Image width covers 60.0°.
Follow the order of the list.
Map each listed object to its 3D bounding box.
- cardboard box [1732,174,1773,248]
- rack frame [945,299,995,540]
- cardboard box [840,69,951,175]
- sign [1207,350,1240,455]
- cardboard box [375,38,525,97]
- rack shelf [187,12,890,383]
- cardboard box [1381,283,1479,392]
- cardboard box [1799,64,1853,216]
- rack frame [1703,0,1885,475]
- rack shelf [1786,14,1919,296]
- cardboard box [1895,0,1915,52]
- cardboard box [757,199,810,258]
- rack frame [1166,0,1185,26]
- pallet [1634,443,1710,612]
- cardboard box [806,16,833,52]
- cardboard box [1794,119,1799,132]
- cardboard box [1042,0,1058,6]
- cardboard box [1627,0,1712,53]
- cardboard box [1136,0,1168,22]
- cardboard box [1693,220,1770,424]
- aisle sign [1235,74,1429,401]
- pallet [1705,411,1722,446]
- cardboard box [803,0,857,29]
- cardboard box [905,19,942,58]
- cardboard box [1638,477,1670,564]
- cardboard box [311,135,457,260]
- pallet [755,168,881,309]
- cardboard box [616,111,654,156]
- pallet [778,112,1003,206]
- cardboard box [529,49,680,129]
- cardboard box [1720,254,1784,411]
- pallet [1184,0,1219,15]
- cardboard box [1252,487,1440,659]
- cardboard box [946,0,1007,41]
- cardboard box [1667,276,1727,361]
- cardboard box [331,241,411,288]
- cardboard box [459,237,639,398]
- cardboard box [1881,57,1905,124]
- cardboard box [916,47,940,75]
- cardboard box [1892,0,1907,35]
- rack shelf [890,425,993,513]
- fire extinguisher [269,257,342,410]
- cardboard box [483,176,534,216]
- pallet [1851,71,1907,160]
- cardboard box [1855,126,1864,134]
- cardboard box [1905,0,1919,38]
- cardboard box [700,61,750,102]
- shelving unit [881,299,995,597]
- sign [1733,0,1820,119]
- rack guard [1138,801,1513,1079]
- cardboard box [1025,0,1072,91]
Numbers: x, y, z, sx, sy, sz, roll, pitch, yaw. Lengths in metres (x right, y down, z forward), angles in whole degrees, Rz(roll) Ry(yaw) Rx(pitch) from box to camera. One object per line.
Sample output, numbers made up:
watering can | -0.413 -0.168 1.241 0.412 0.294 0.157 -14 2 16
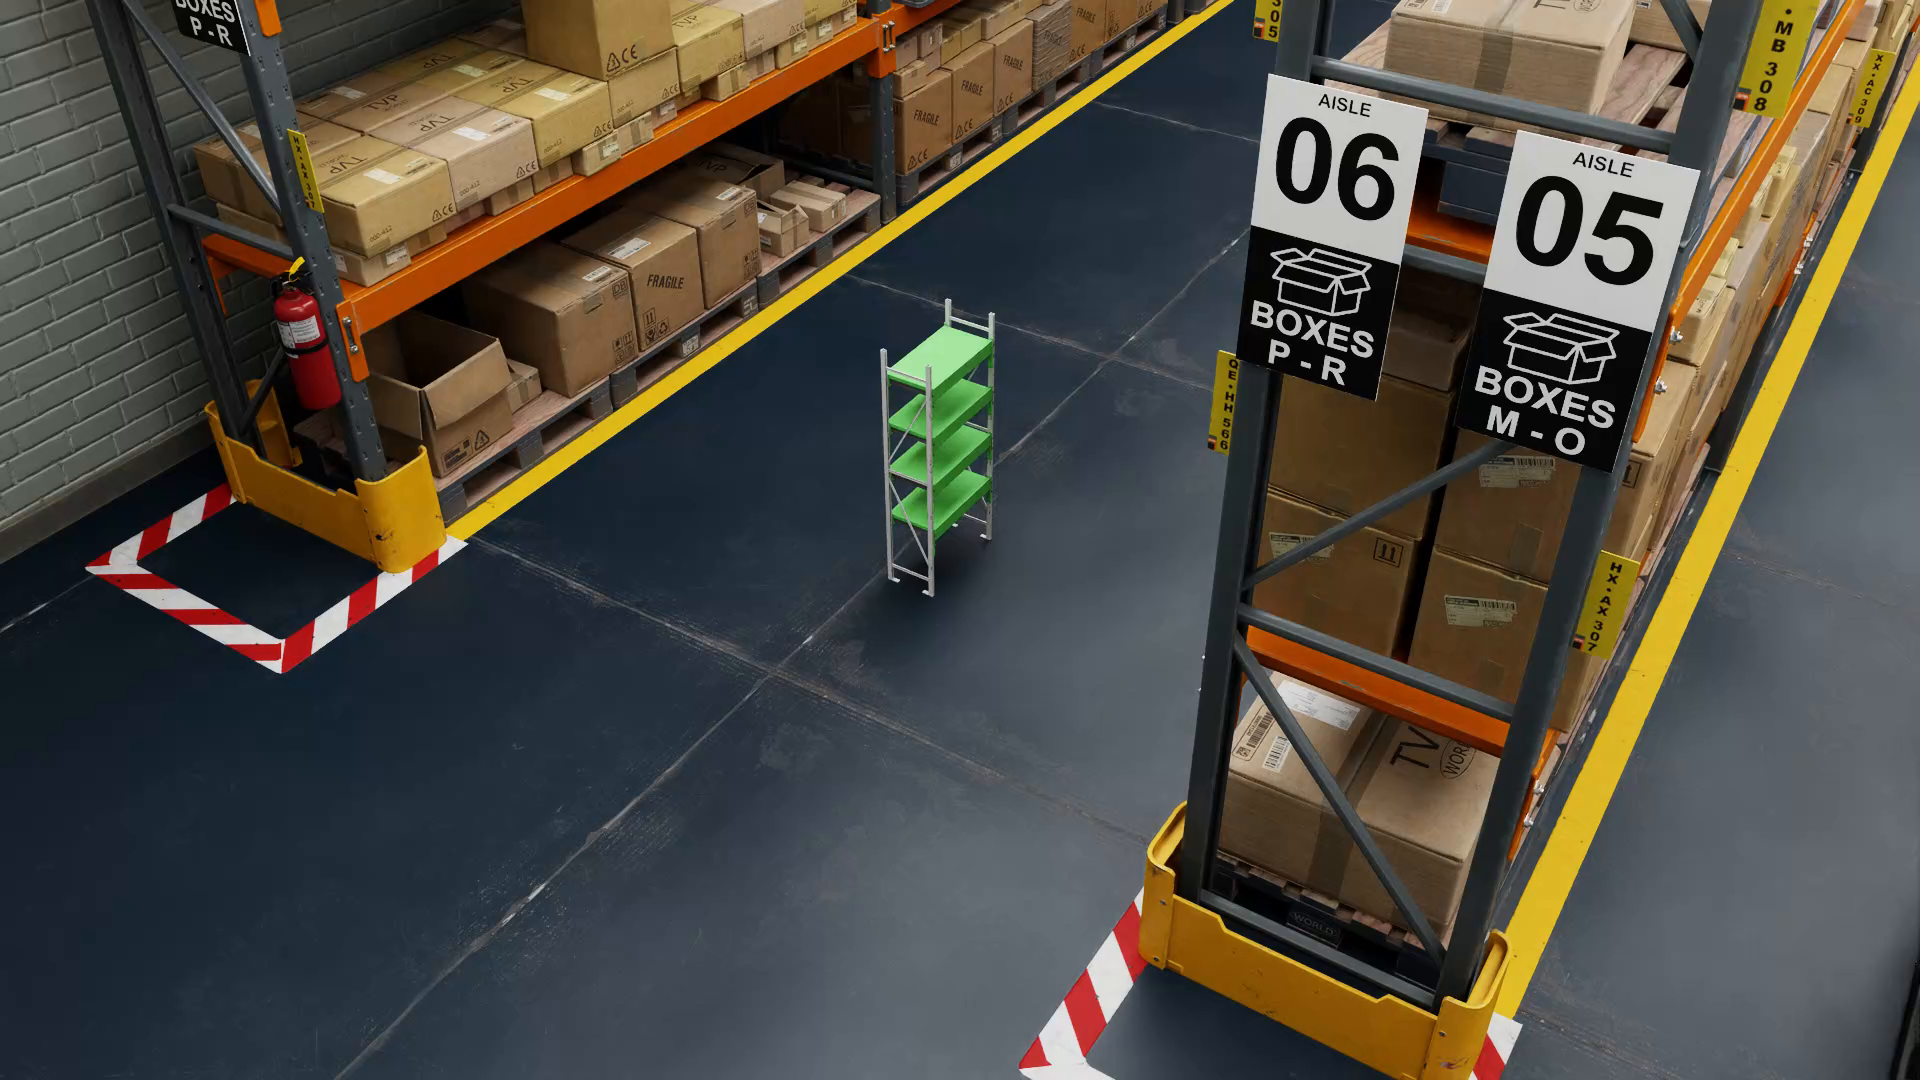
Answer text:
cardboard box | 2.333 -1.088 5.272 0.380 0.149 0.250 22 43 26
rack frame | 0.042 -0.516 7.436 0.240 1.200 0.015 21 42 25
cardboard box | -0.399 -2.675 10.466 0.500 0.500 0.500 23 43 27
sign | 0.751 -0.376 4.638 0.100 0.325 0.005 21 42 25
cardboard box | -2.422 -2.162 7.977 0.500 0.250 0.500 23 43 26
rack shelf | -1.920 -2.007 8.485 1.077 0.370 4.000 21 42 25
cardboard box | 1.225 -0.582 4.616 0.380 0.149 0.250 22 43 26
cardboard box | 3.047 -1.544 6.395 0.500 0.500 0.500 21 42 24
rack frame | 3.345 -1.701 7.500 1.000 3.000 0.127 21 42 25
rack shelf | 4.416 -2.447 9.057 1.077 0.370 4.000 21 42 25
cardboard box | 4.636 -2.765 8.593 0.500 0.250 0.500 20 42 24
cardboard box | -1.090 -1.839 9.574 0.396 0.266 0.258 23 43 27
rack frame | 1.295 -5.385 12.278 1.000 3.000 0.127 21 42 25
pallet | 2.871 -0.230 7.876 1.003 0.211 1.213 21 42 25
cardboard box | -0.927 -2.835 9.176 0.380 0.149 0.250 22 43 26
cardboard box | 2.710 -1.492 5.797 0.380 0.149 0.250 20 42 24
cardboard box | 0.510 -3.806 11.402 0.380 0.149 0.250 19 42 23
cardboard box | 1.979 -1.419 4.457 0.380 0.149 0.250 23 43 27
cardboard box | 1.250 -4.273 12.539 0.500 0.500 0.500 22 43 26
cardboard box | 2.240 -0.765 5.385 0.500 0.500 0.500 21 42 25
aisle sign | 0.901 -0.733 4.114 0.394 0.787 0.004 21 42 25
pallet | 3.695 -1.019 8.899 1.003 0.211 1.213 21 42 25
cardboard box | -0.915 -3.039 9.114 0.500 0.250 0.500 22 43 26
cardboard box | -0.333 -3.121 10.270 0.380 0.149 0.250 19 42 23
cardboard box | 1.949 -0.102 5.343 0.500 0.500 0.500 21 42 25
cardboard box | -2.521 -1.465 7.072 0.500 0.250 0.500 21 42 25
pallet | -1.217 -1.864 9.996 1.003 0.211 1.213 21 42 25
cardboard box | -1.728 -2.031 8.133 0.380 0.149 0.250 22 43 26
pallet | -0.445 -2.650 11.015 1.003 0.211 1.213 21 42 25
cardboard box | -1.726 -2.258 8.101 0.500 0.250 0.500 20 42 24
cardboard box | 2.784 -0.887 6.362 0.500 0.500 0.500 21 42 24
pallet | 1.769 -4.692 13.663 1.003 0.211 1.213 21 42 25
cardboard box | 1.237 -0.014 5.229 0.500 0.500 0.500 21 42 25
cardboard box | 0.080 -3.420 10.902 0.380 0.149 0.250 21 42 25
cardboard box | 1.942 -0.679 4.741 0.380 0.149 0.250 23 43 26
cardboard box | -2.584 -1.241 7.108 0.380 0.149 0.250 21 42 25
cardboard box | -2.093 -1.149 8.487 0.700 0.500 0.500 23 43 27
cardboard box | 5.799 -3.177 11.222 0.950 0.372 0.625 18 41 22
cardboard box | -0.348 -3.022 10.385 0.380 0.149 0.250 20 42 24
cardboard box | 4.343 -2.798 8.022 0.500 0.500 0.500 20 42 24
rack shelf | -0.089 -0.339 7.312 0.258 0.148 0.480 21 42 25
fire extinguisher | -2.680 -0.855 6.771 0.296 0.674 0.183 21 42 25
cardboard box | -2.188 -1.644 7.632 0.380 0.149 0.250 23 43 26
pallet | 5.908 -3.061 11.548 1.003 0.211 1.213 21 42 25
cardboard box | 4.367 -2.308 8.410 0.500 0.250 0.500 21 42 25
cardboard box | 5.176 -3.089 9.424 0.500 0.250 0.500 22 43 26
cardboard box | -1.322 -2.426 8.645 0.380 0.149 0.250 21 42 24
shelving unit | -0.089 -0.390 7.273 0.258 1.200 0.503 21 42 25
sign | 1.667 -1.020 3.378 0.100 0.325 0.005 21 42 25
rack guard | 1.189 1.364 5.572 1.175 0.500 0.348 21 42 25
cardboard box | 0.432 -3.474 11.502 0.500 0.500 0.500 20 42 24
